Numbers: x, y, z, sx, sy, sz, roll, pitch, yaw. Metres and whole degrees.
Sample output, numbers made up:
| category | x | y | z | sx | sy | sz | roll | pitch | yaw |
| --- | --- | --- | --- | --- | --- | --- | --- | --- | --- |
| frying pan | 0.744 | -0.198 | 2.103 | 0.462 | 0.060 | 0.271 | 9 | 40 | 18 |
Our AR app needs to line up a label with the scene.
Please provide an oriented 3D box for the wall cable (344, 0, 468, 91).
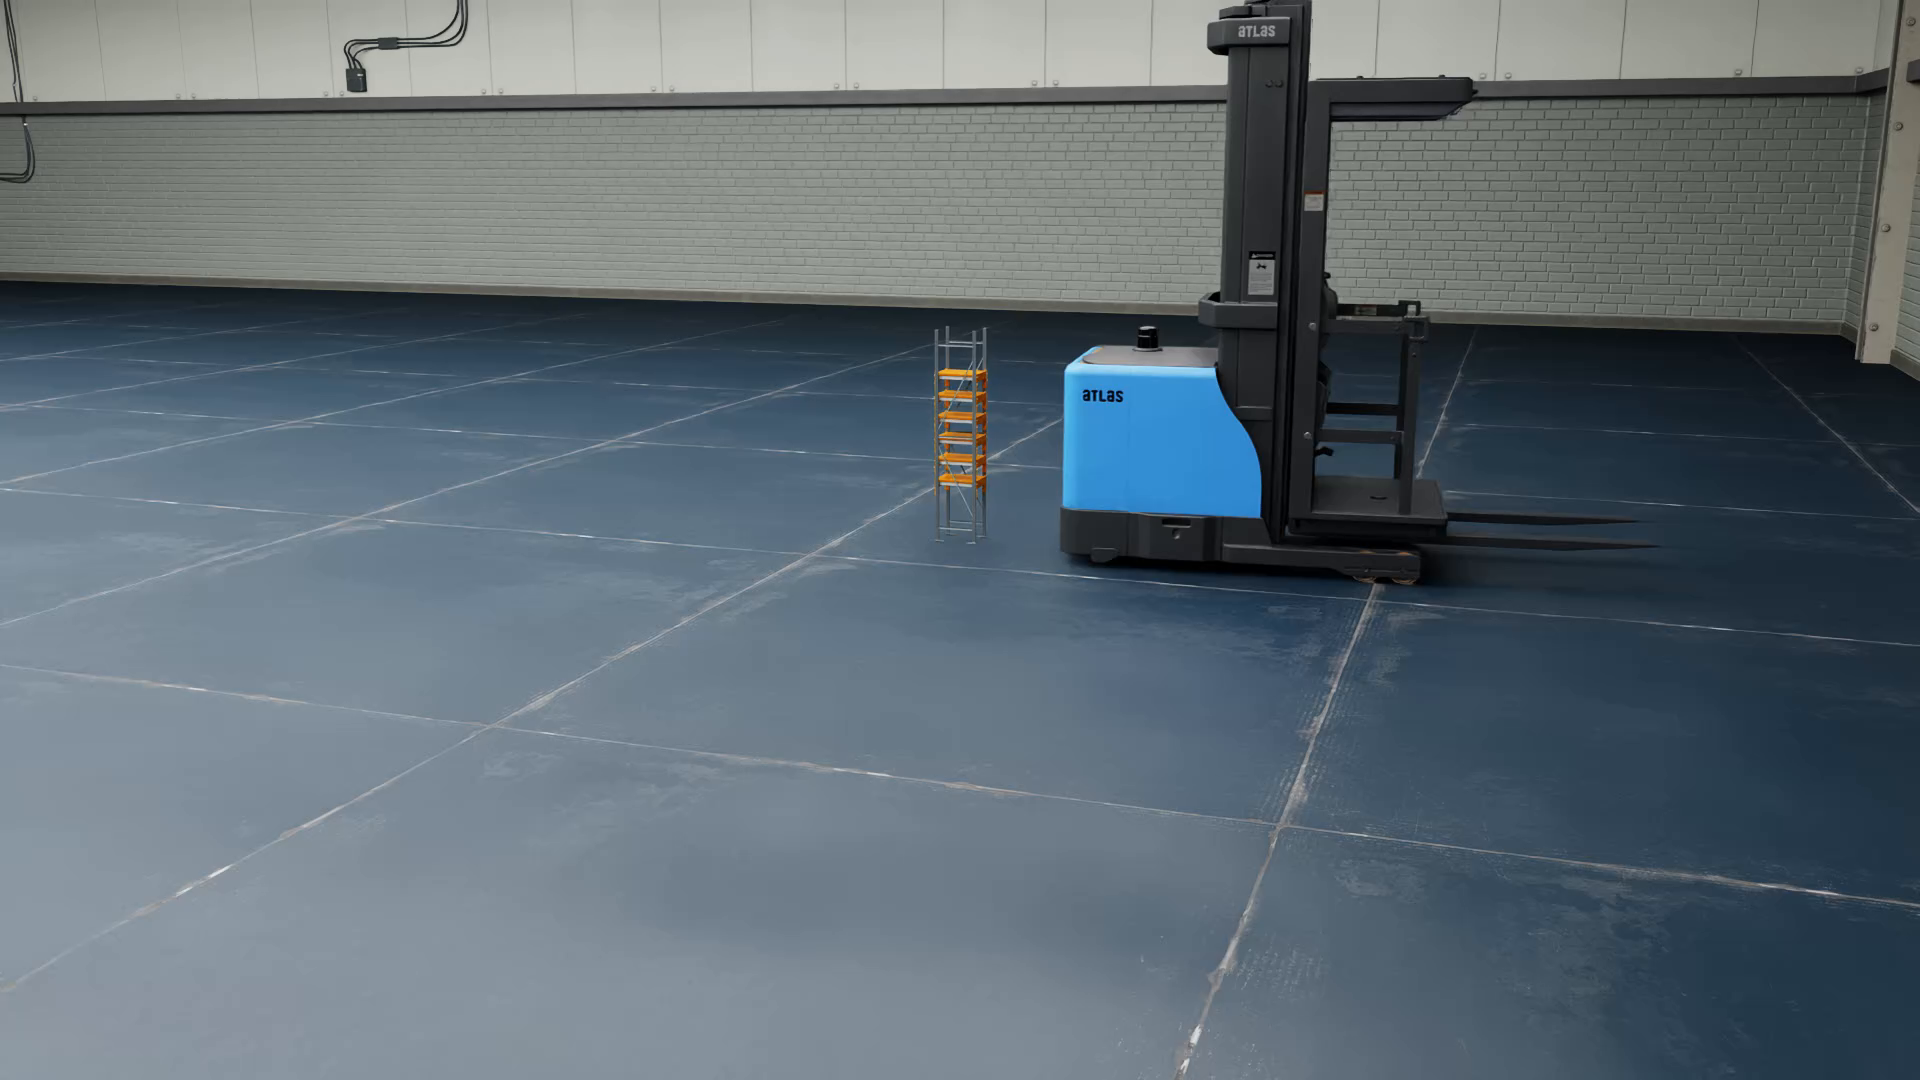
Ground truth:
| category | x | y | z | sx | sy | sz | roll | pitch | yaw |
| --- | --- | --- | --- | --- | --- | --- | --- | --- | --- |
| wall cable | -8.768 | -10.079 | 25.783 | 2.305 | 6.003 | 0.169 | 4 | 14 | 18 |

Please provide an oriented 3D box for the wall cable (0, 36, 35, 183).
| category | x | y | z | sx | sy | sz | roll | pitch | yaw |
| --- | --- | --- | --- | --- | --- | --- | --- | --- | --- |
| wall cable | -17.746 | -7.594 | 29.516 | 3.097 | 2.526 | 0.112 | 4 | 14 | 18 |

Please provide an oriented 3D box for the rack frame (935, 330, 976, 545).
| category | x | y | z | sx | sy | sz | roll | pitch | yaw |
| --- | --- | --- | --- | --- | --- | --- | --- | --- | --- |
| rack frame | -0.025 | -0.569 | 9.283 | 0.240 | 1.200 | 0.006 | 4 | 14 | 18 |

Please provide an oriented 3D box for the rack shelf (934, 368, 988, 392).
| category | x | y | z | sx | sy | sz | roll | pitch | yaw |
| --- | --- | --- | --- | --- | --- | --- | --- | --- | --- |
| rack shelf | 0.005 | -0.896 | 9.298 | 0.258 | 0.103 | 0.180 | 4 | 14 | 18 |

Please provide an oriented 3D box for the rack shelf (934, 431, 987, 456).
| category | x | y | z | sx | sy | sz | roll | pitch | yaw |
| --- | --- | --- | --- | --- | --- | --- | --- | --- | --- |
| rack shelf | 0.005 | -0.545 | 9.378 | 0.258 | 0.103 | 0.180 | 4 | 14 | 18 |

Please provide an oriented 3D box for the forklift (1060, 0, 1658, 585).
| category | x | y | z | sx | sy | sz | roll | pitch | yaw |
| --- | --- | --- | --- | --- | --- | --- | --- | --- | --- |
| forklift | 2.109 | -1.330 | 8.727 | 3.031 | 2.935 | 1.130 | 3 | 13 | 12 |

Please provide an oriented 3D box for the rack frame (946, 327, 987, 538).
| category | x | y | z | sx | sy | sz | roll | pitch | yaw |
| --- | --- | --- | --- | --- | --- | --- | --- | --- | --- |
| rack frame | 0.034 | -0.607 | 9.452 | 0.240 | 1.200 | 0.006 | 4 | 14 | 18 |

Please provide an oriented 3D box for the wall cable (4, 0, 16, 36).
| category | x | y | z | sx | sy | sz | roll | pitch | yaw |
| --- | --- | --- | --- | --- | --- | --- | --- | --- | --- |
| wall cable | -15.186 | -9.862 | 28.101 | 3.097 | 2.526 | 0.112 | 4 | 14 | 18 |

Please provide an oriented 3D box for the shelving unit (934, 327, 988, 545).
| category | x | y | z | sx | sy | sz | roll | pitch | yaw |
| --- | --- | --- | --- | --- | --- | --- | --- | --- | --- |
| shelving unit | 0.005 | -0.588 | 9.368 | 0.258 | 1.200 | 0.189 | 4 | 14 | 18 |

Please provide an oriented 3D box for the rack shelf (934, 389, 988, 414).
| category | x | y | z | sx | sy | sz | roll | pitch | yaw |
| --- | --- | --- | --- | --- | --- | --- | --- | --- | --- |
| rack shelf | 0.005 | -0.779 | 9.324 | 0.258 | 0.103 | 0.180 | 4 | 14 | 18 |

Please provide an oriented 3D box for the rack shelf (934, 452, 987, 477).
| category | x | y | z | sx | sy | sz | roll | pitch | yaw |
| --- | --- | --- | --- | --- | --- | --- | --- | --- | --- |
| rack shelf | 0.005 | -0.428 | 9.404 | 0.258 | 0.103 | 0.180 | 4 | 14 | 18 |

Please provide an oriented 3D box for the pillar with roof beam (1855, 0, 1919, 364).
| category | x | y | z | sx | sy | sz | roll | pitch | yaw |
| --- | --- | --- | --- | --- | --- | --- | --- | --- | --- |
| pillar with roof beam | 5.782 | -6.625 | 18.292 | 9.100 | 9.000 | 0.400 | 4 | 14 | 18 |

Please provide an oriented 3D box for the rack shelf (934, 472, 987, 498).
| category | x | y | z | sx | sy | sz | roll | pitch | yaw |
| --- | --- | --- | --- | --- | --- | --- | --- | --- | --- |
| rack shelf | 0.005 | -0.311 | 9.431 | 0.258 | 0.103 | 0.180 | 4 | 14 | 18 |

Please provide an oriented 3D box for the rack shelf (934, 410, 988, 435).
| category | x | y | z | sx | sy | sz | roll | pitch | yaw |
| --- | --- | --- | --- | --- | --- | --- | --- | --- | --- |
| rack shelf | 0.005 | -0.662 | 9.351 | 0.258 | 0.103 | 0.180 | 4 | 14 | 18 |
